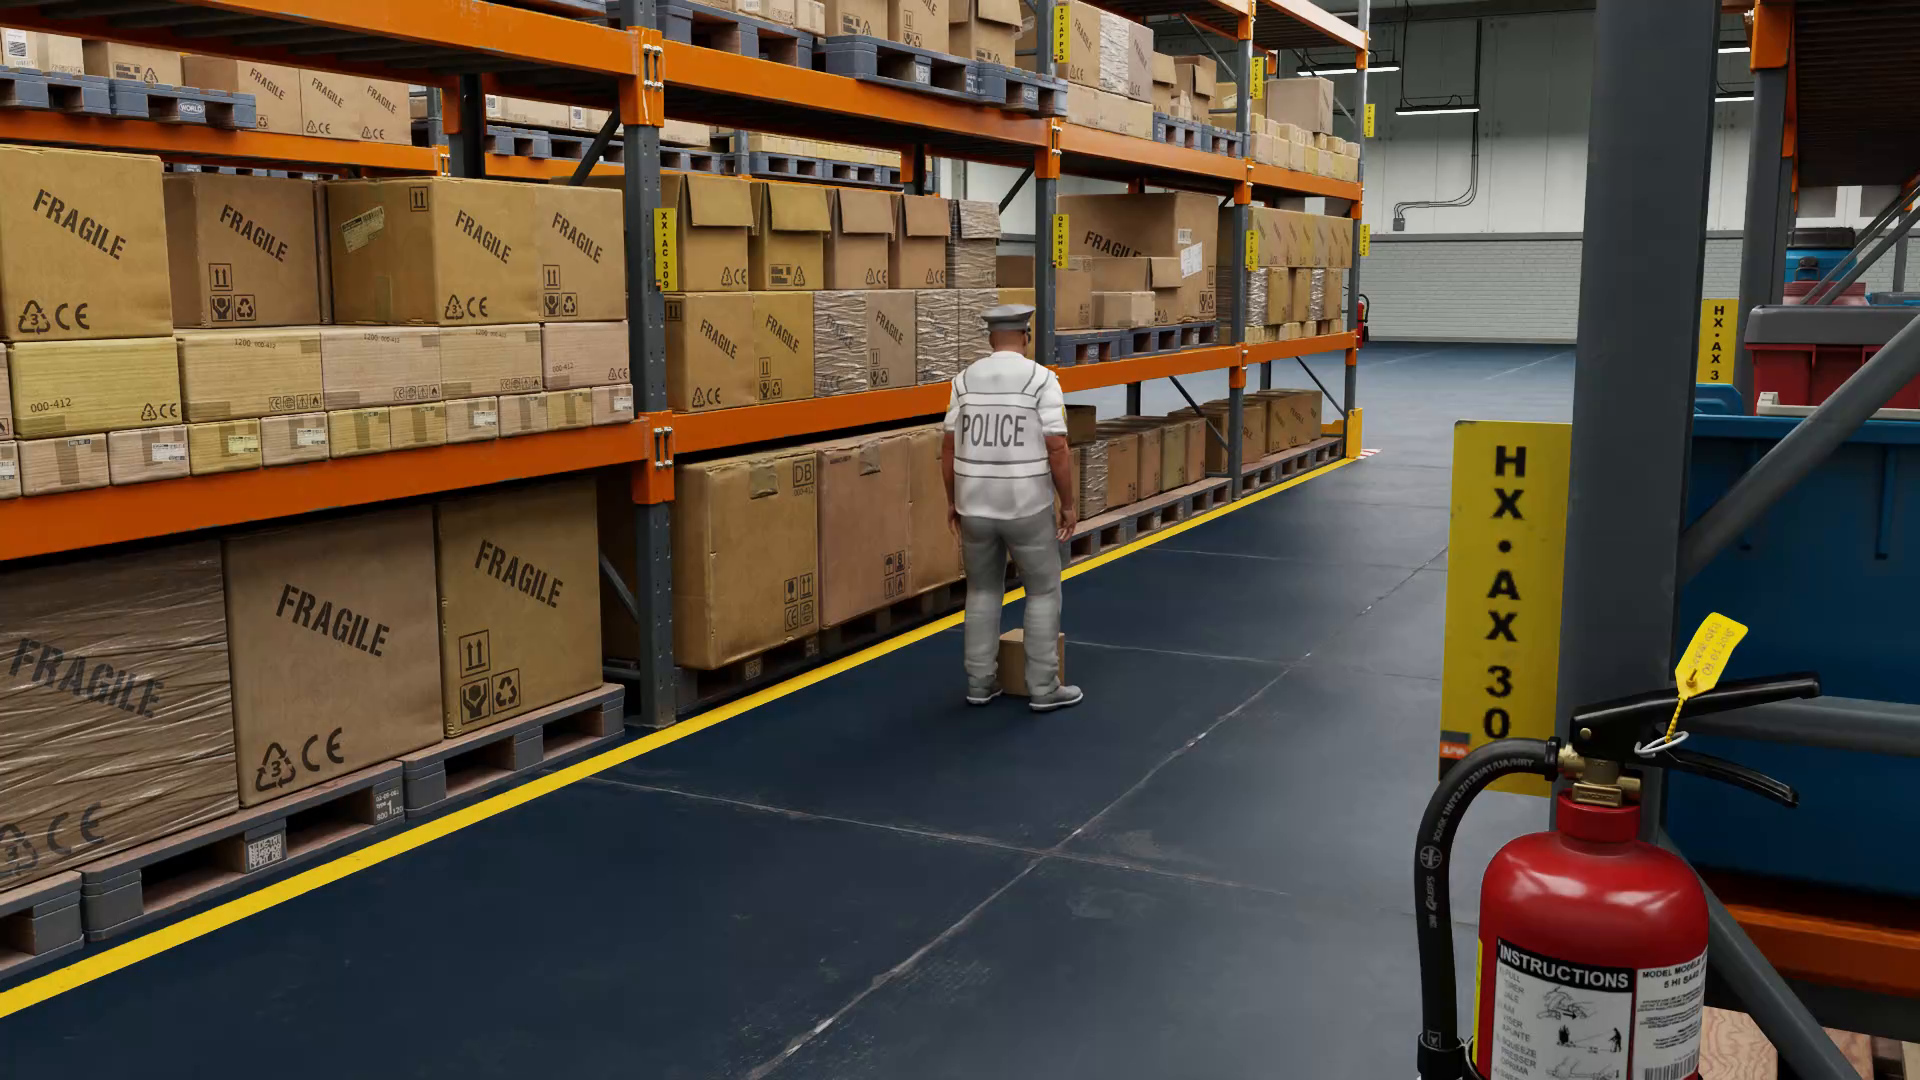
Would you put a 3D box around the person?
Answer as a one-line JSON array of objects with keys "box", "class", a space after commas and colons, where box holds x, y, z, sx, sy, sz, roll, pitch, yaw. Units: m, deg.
[{"box": [0.208, -0.142, 7.229, 0.606, 1.751, 0.429, 4, 10, 23], "class": "person"}]
